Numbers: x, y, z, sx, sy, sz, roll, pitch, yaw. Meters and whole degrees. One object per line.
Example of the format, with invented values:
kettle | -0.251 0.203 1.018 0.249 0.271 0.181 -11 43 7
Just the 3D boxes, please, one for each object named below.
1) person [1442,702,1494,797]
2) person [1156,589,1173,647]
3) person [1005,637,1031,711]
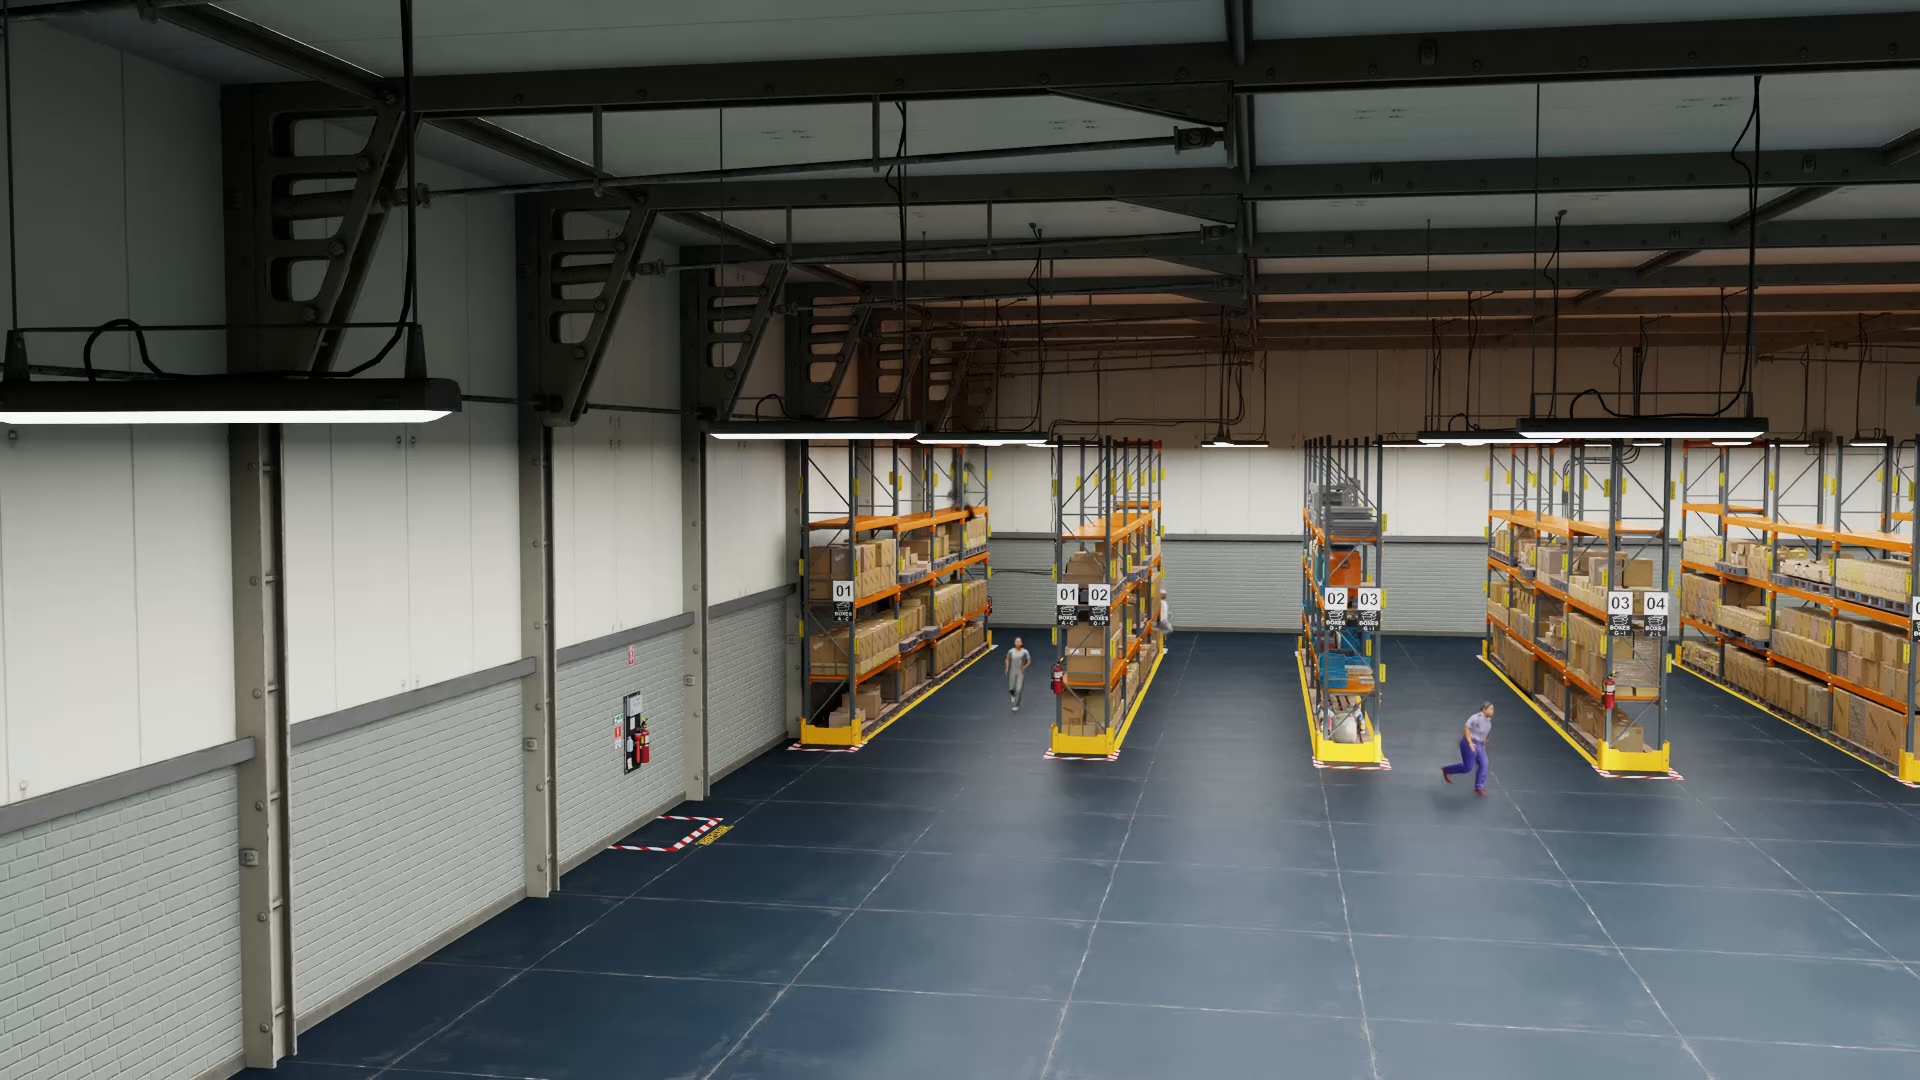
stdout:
person | 8.490 3.460 27.758 0.888 1.610 0.613 3 4 42
person | 5.891 2.263 48.017 0.543 1.721 0.749 1 3 14
person | 1.274 2.938 36.625 0.578 1.622 0.571 1 3 11
